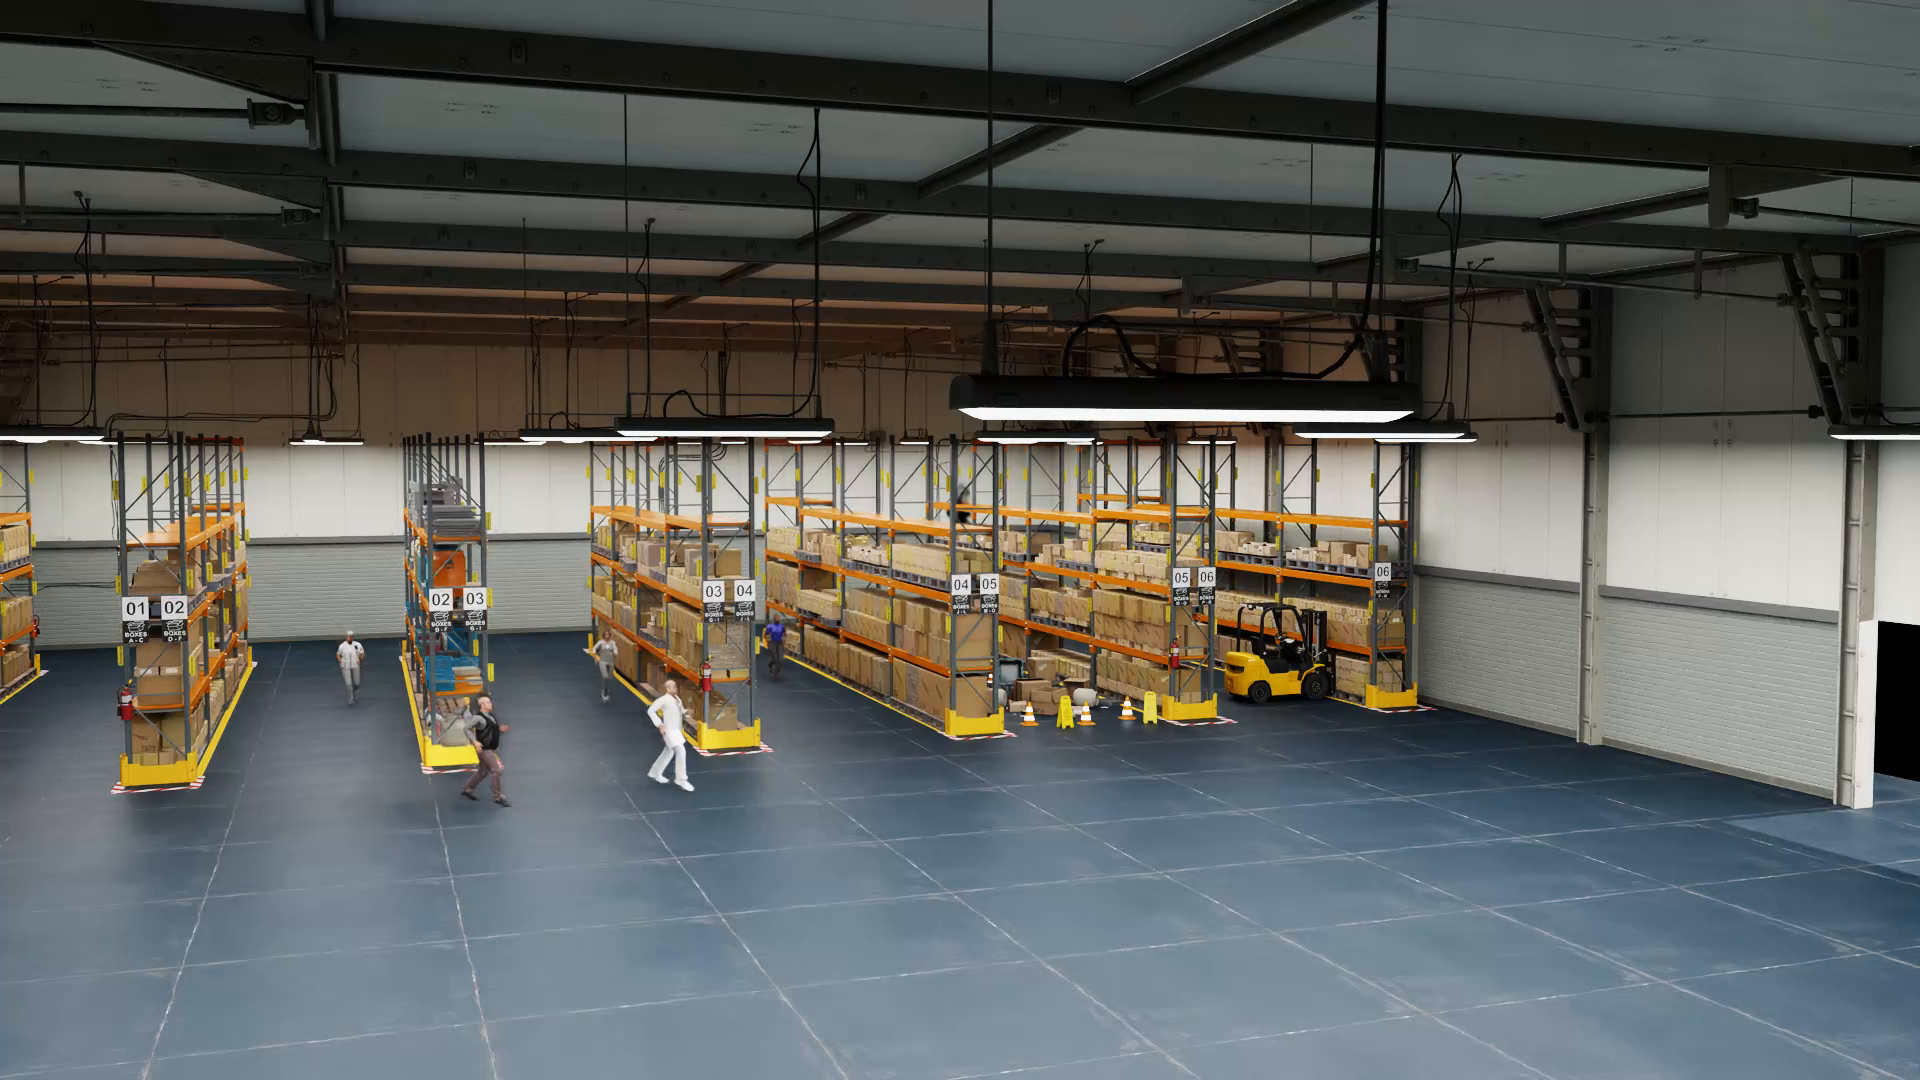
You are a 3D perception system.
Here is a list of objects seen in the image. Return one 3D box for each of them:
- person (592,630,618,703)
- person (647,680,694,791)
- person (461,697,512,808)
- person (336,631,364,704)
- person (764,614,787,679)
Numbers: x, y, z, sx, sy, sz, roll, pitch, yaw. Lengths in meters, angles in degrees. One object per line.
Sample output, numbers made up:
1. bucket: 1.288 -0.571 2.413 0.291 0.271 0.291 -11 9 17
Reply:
1. person: -7.984 2.841 37.535 0.503 1.644 0.710 -2 4 -31
2. person: -4.868 3.270 27.975 0.902 1.833 0.680 1 3 12
3. person: -7.558 3.374 26.511 0.877 1.753 0.638 0 3 2
4. person: -13.659 2.853 37.274 0.594 1.609 0.556 -1 3 -22
5. person: -4.555 2.638 41.273 0.575 1.611 0.559 -1 3 -25
